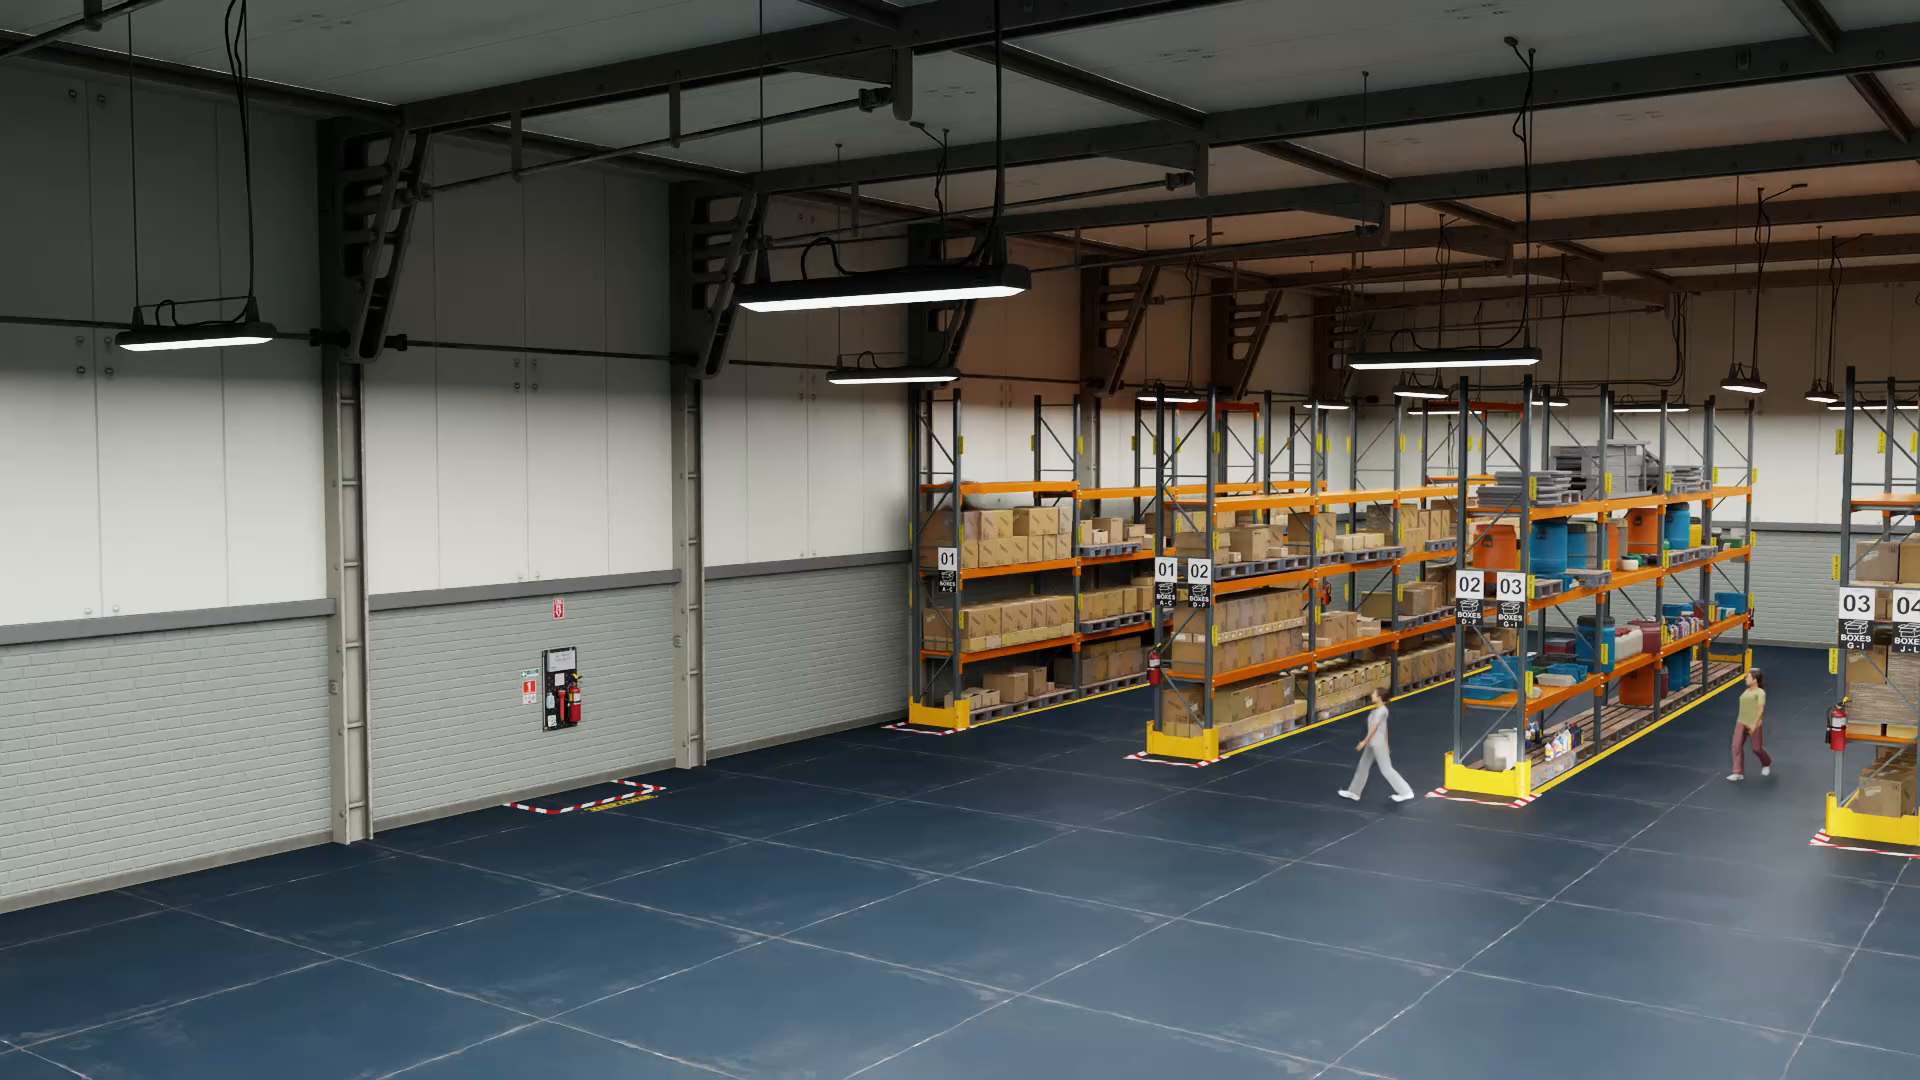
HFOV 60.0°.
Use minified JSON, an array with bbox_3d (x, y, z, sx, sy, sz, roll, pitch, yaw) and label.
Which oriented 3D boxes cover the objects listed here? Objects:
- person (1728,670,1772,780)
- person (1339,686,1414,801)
[{"bbox_3d":[11.840,2.756,24.834,0.857,1.633,0.439,-2,4,-37],"label":"person"},{"bbox_3d":[5.832,2.858,23.270,1.023,1.629,0.442,1,3,13],"label":"person"}]
